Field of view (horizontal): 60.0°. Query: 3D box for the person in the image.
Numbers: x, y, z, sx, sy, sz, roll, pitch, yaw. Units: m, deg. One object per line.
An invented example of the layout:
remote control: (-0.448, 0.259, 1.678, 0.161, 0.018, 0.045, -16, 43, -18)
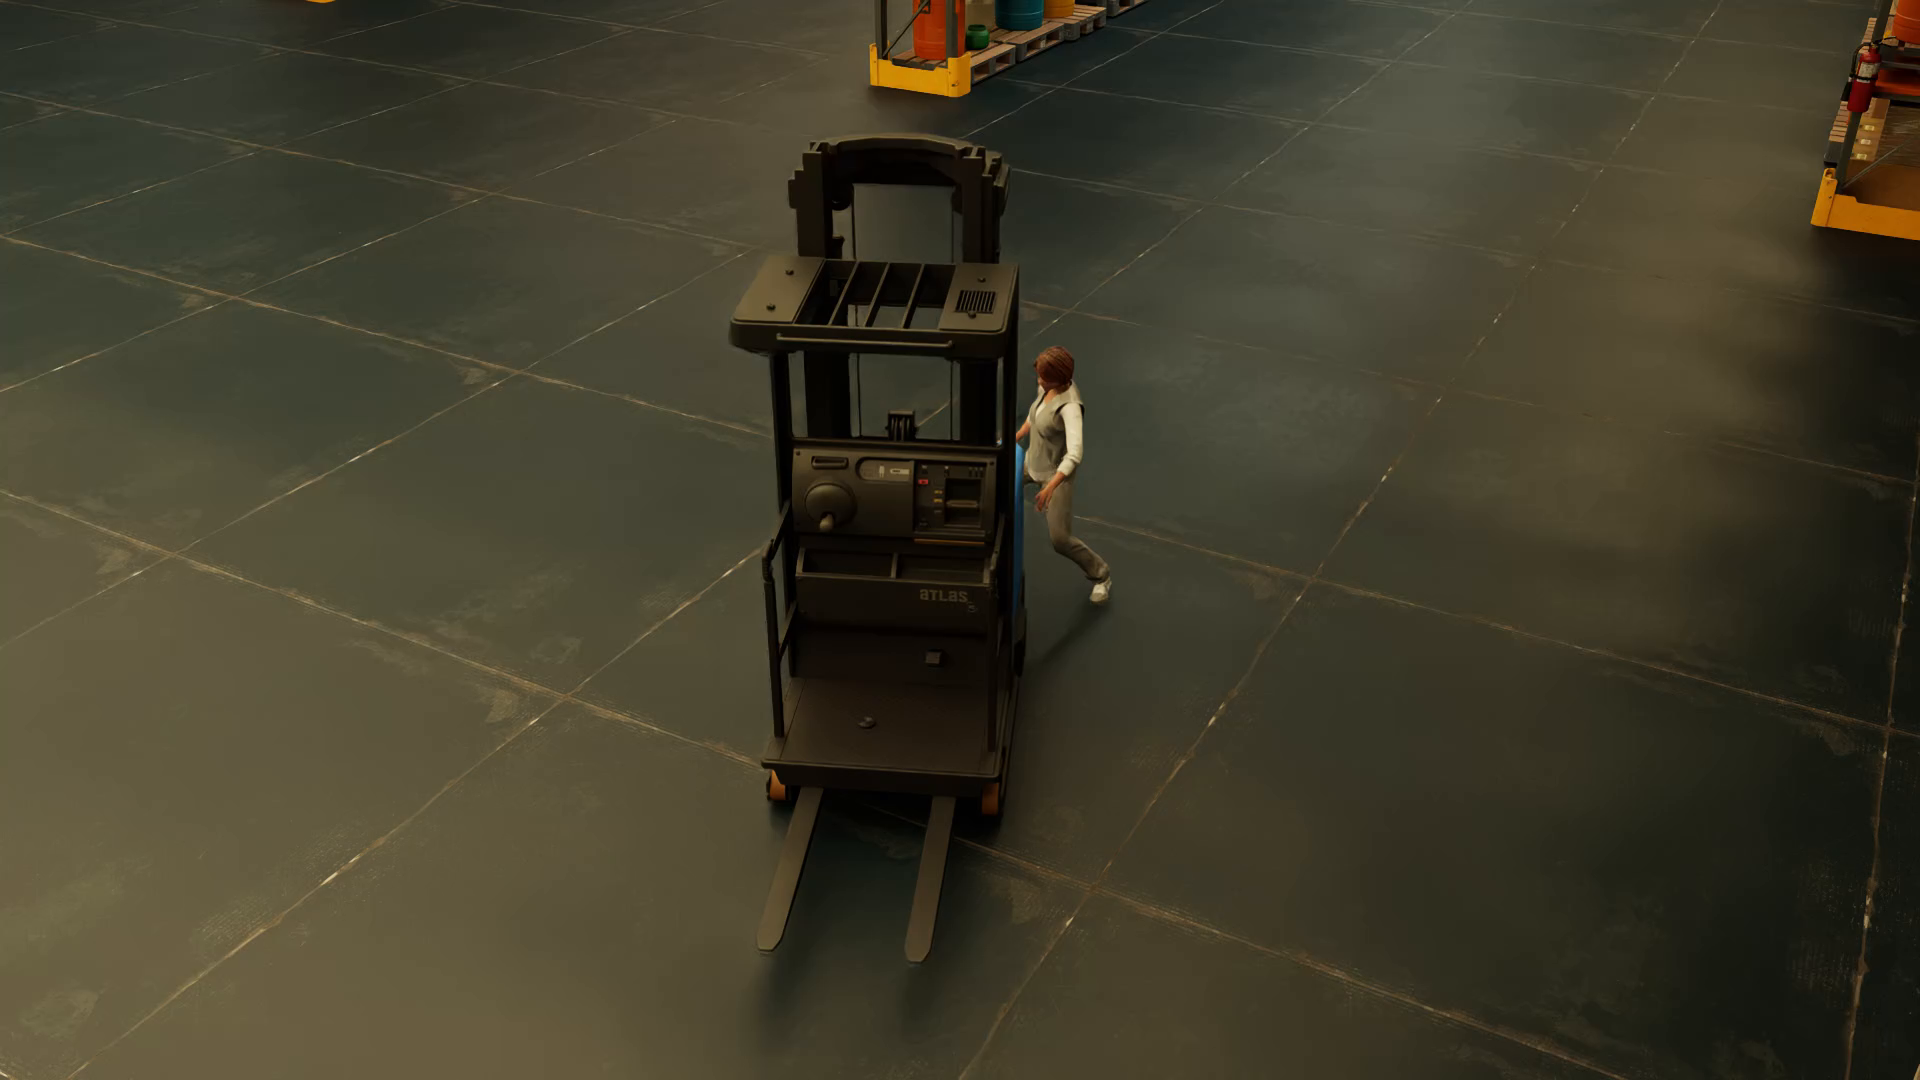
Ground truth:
person: (0.501, -0.375, 9.239, 0.646, 1.462, 0.816, -10, 32, -17)

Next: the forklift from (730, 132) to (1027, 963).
forklift: (-0.319, -0.161, 7.350, 1.130, 2.935, 3.031, 3, 30, 5)
